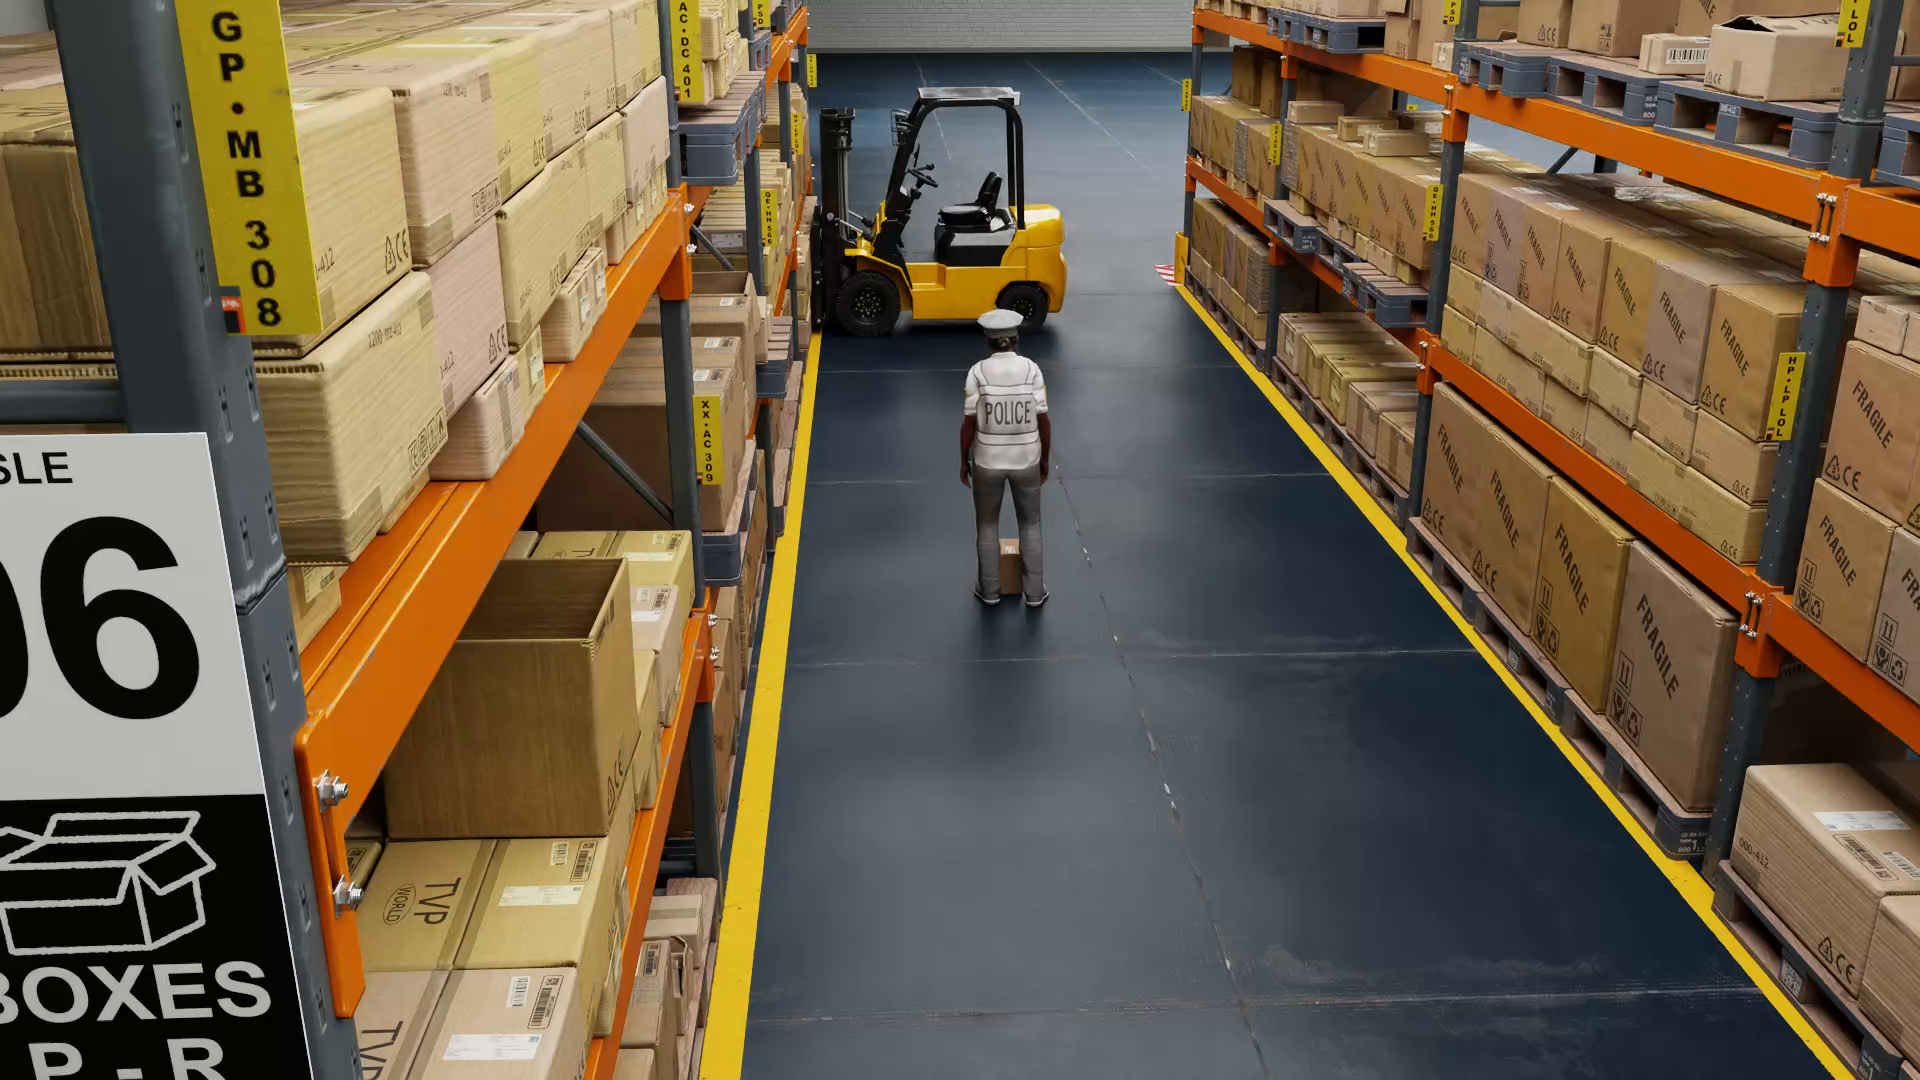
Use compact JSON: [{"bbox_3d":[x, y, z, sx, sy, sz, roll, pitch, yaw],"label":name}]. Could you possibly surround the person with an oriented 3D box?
[{"bbox_3d":[0.258,-0.428,9.224,0.518,1.658,0.417,-2,21,-4],"label":"person"}]
